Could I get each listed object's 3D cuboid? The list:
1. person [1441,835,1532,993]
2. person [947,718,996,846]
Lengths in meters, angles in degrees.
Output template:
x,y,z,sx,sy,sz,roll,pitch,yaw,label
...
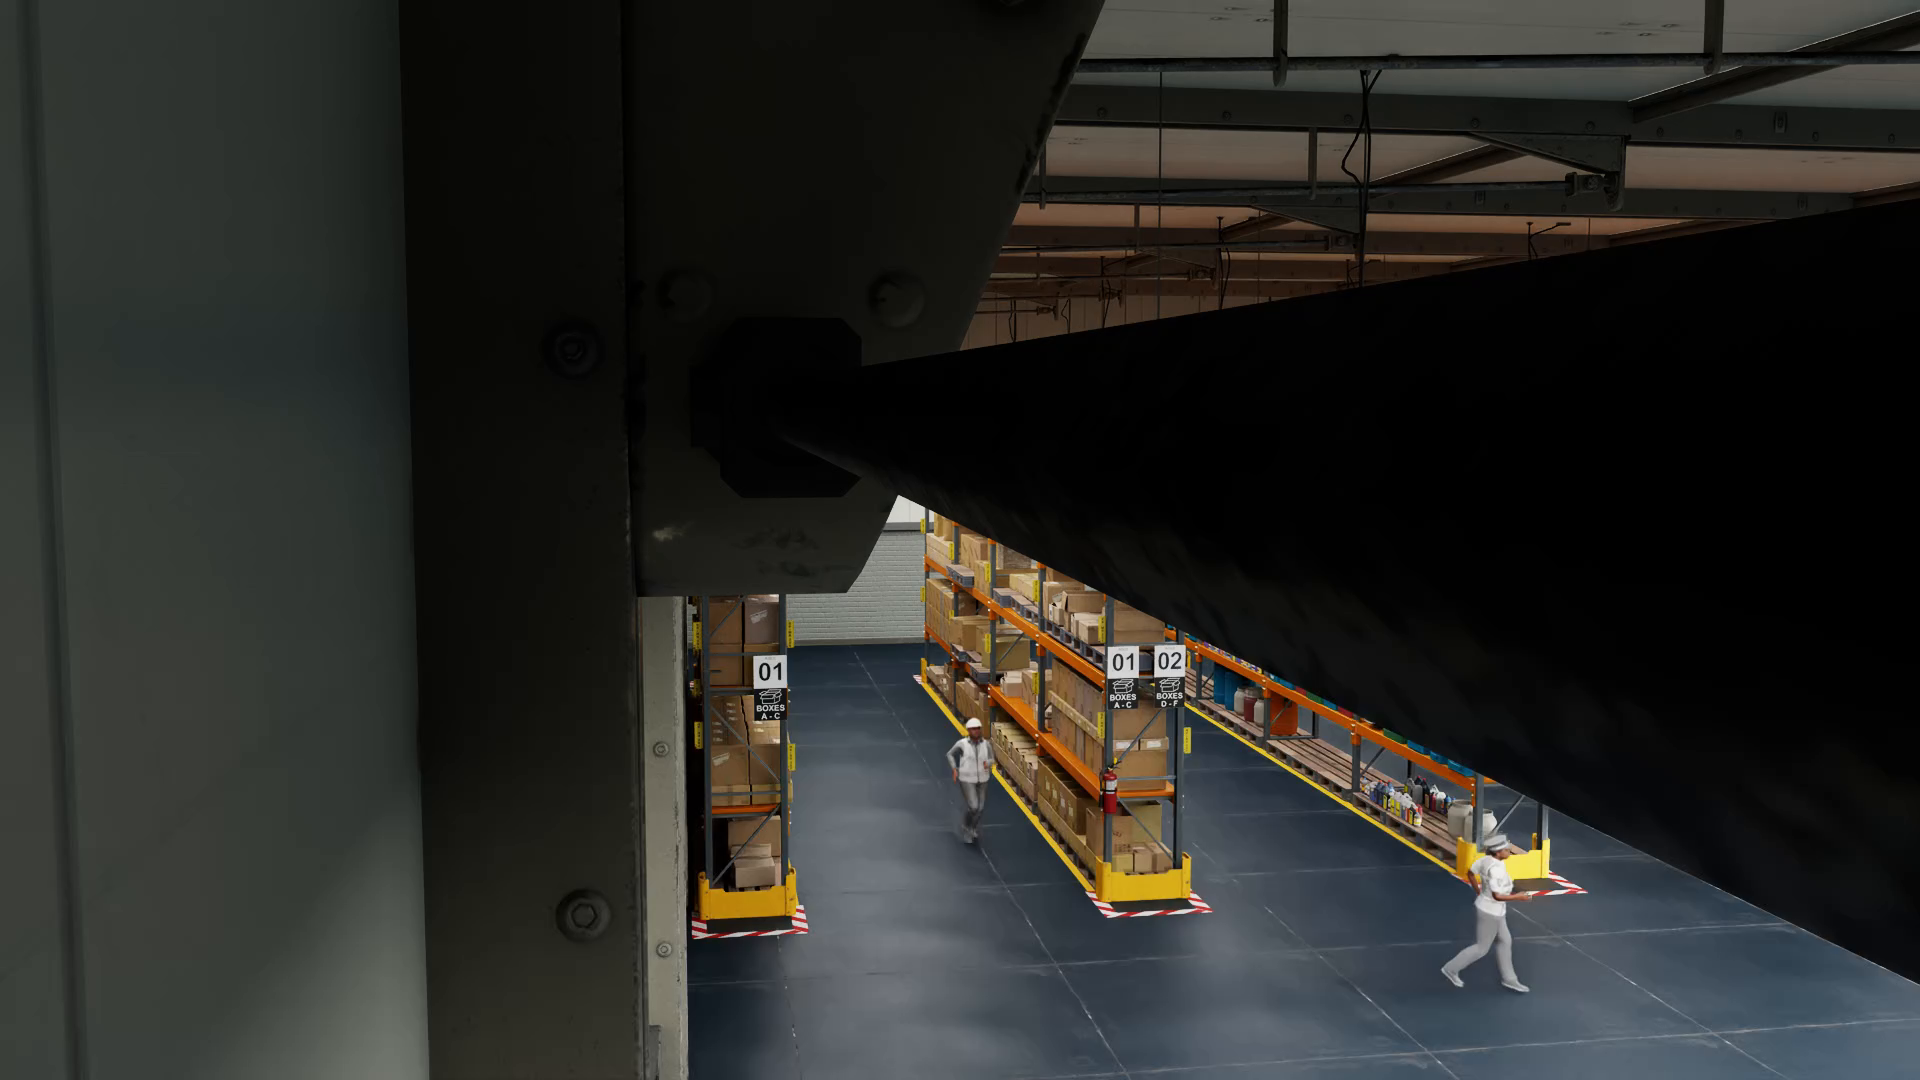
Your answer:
x,y,z,sx,sy,sz,roll,pitch,yaw,label
5.559,3.937,17.544,0.924,1.696,0.549,1,5,10,person
0.197,3.395,23.376,0.628,1.783,0.705,-2,5,-22,person
